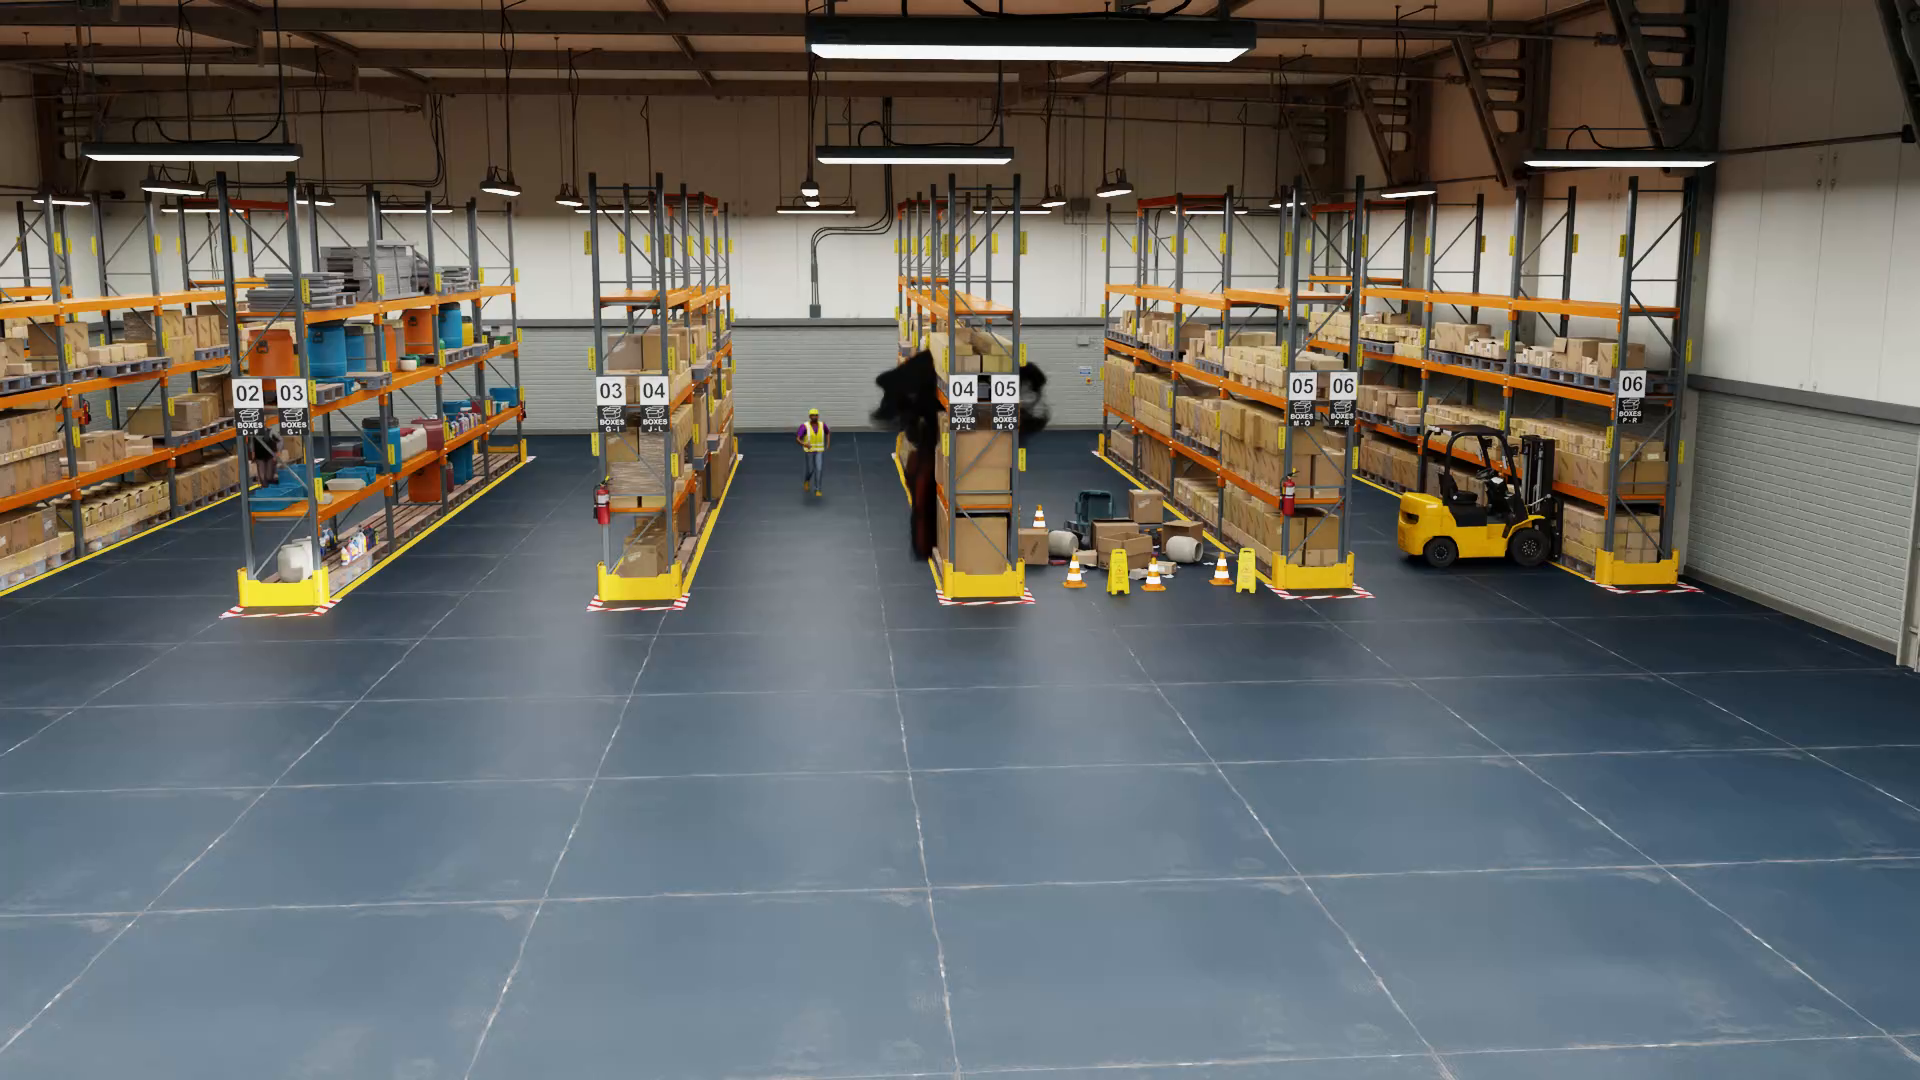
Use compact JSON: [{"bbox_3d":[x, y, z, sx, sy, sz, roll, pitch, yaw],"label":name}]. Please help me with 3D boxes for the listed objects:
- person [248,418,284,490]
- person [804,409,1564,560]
[{"bbox_3d":[-13.749,-1.603,32.966,0.674,1.686,0.653,0,10,-1],"label":"person"},{"bbox_3d":[3.782,-1.169,30.275,11.151,1.769,11.729,-3,10,-17],"label":"person"}]
